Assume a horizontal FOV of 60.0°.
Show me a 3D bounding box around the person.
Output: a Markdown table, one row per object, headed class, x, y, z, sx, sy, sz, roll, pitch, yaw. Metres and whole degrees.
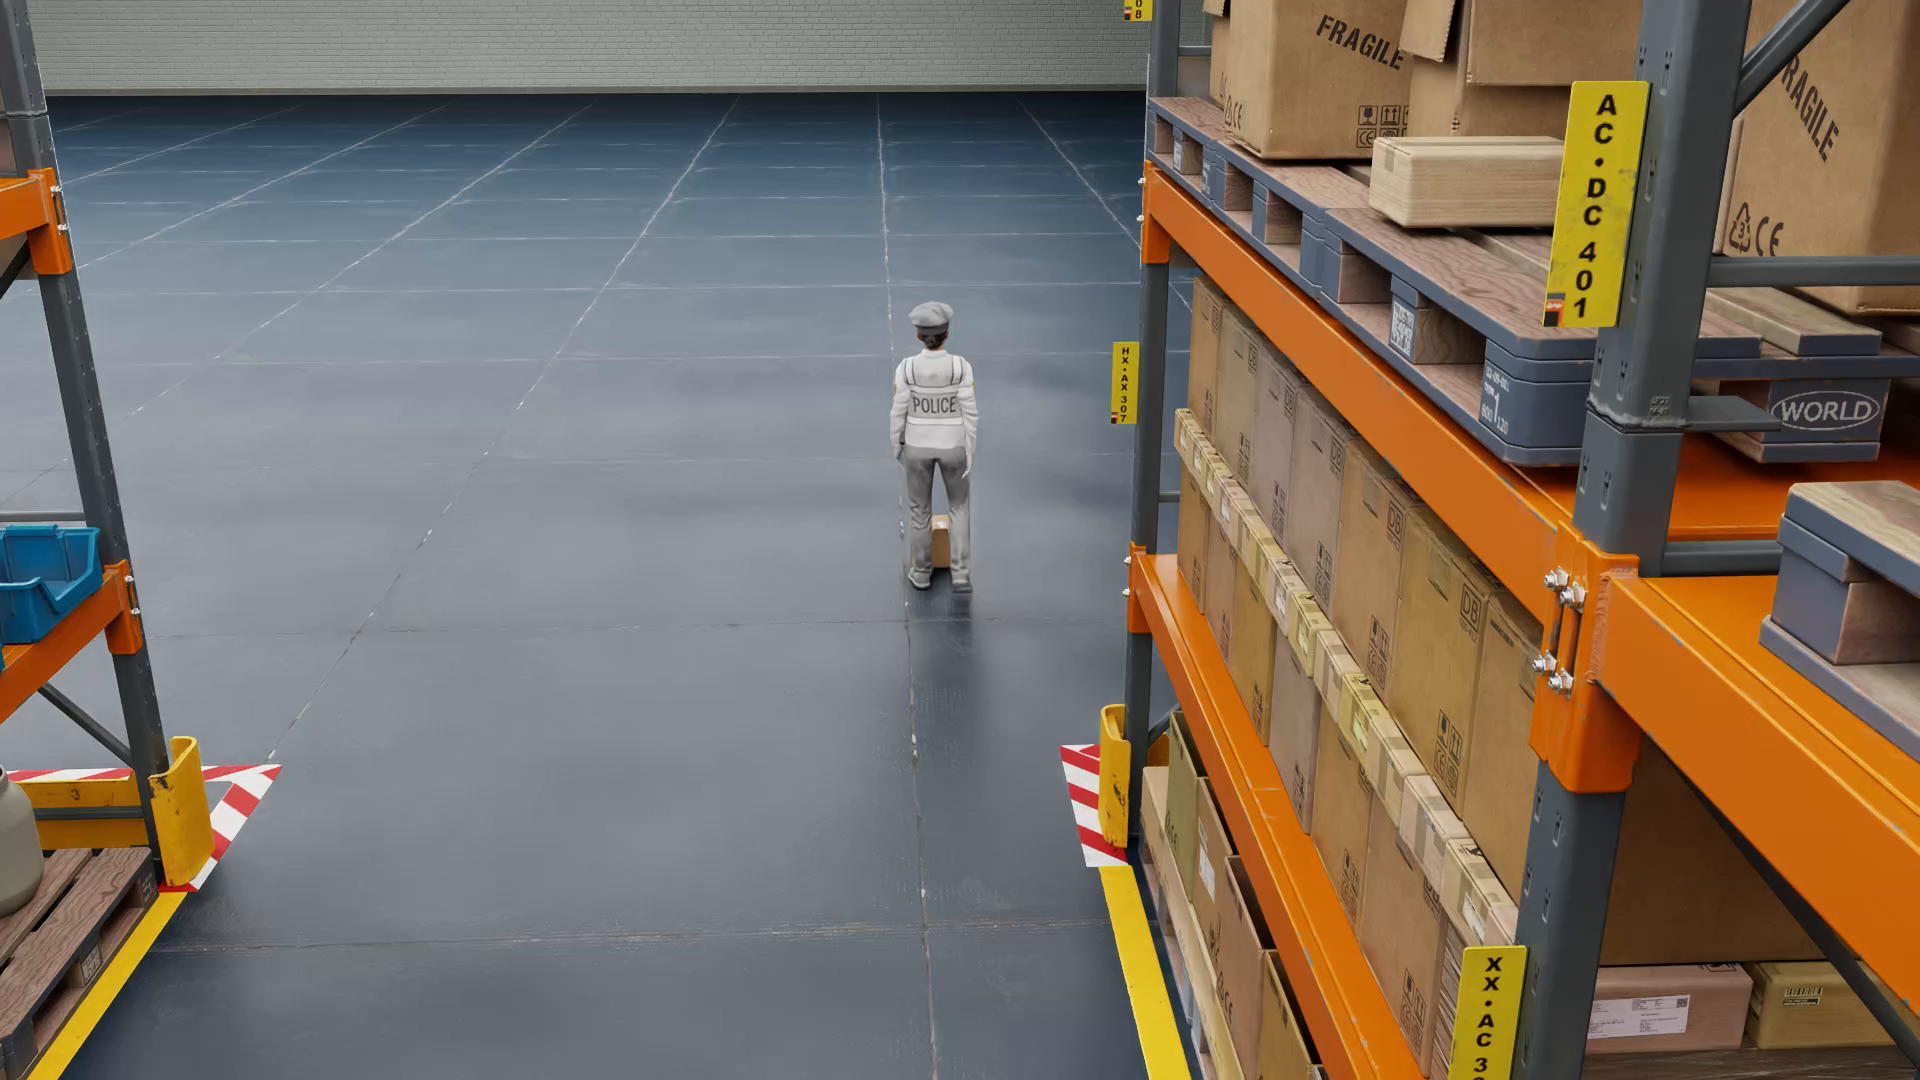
| class | x | y | z | sx | sy | sz | roll | pitch | yaw |
| --- | --- | --- | --- | --- | --- | --- | --- | --- | --- |
| person | -0.147 | -0.498 | 9.410 | 0.492 | 1.720 | 0.458 | -1 | 21 | -2 |
